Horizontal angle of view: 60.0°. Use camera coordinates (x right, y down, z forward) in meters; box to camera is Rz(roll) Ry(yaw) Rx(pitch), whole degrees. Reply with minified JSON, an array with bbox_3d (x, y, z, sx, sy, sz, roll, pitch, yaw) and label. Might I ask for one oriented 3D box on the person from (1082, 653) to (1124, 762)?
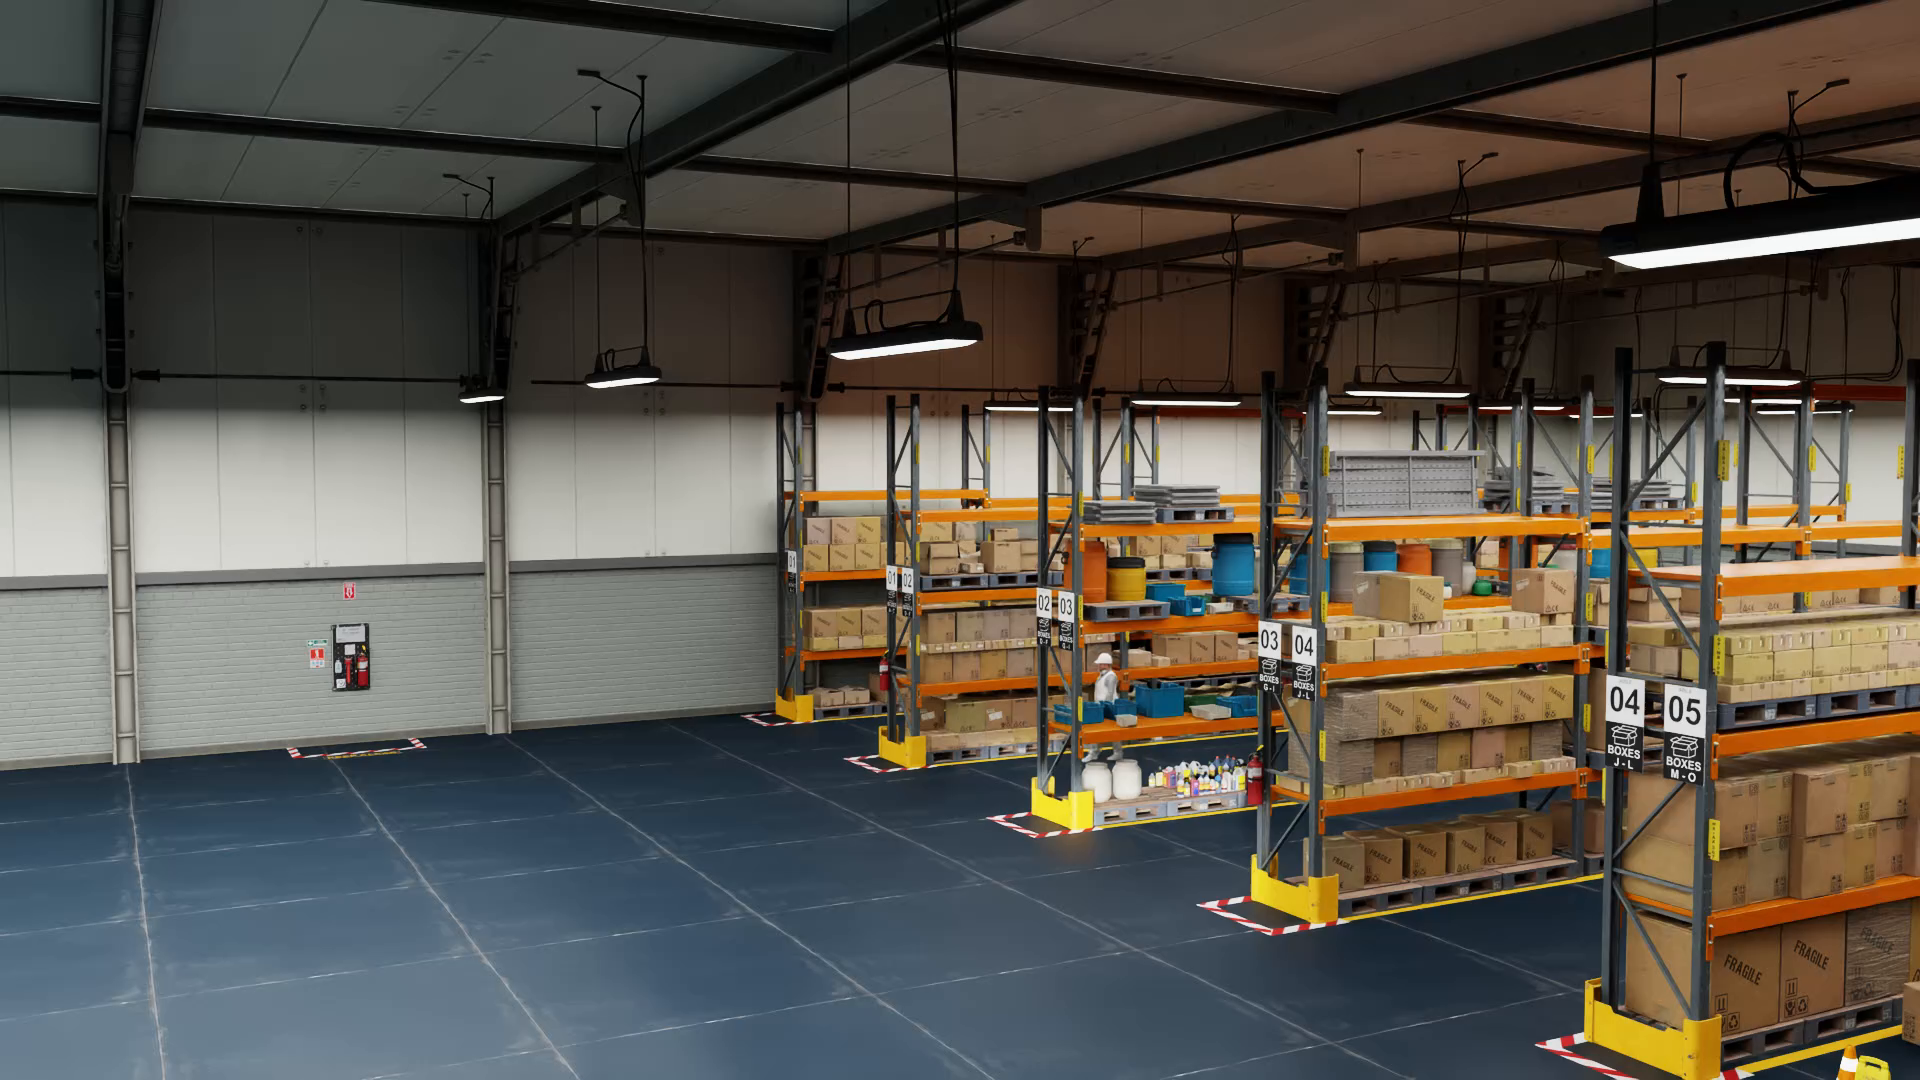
[{"bbox_3d":[2.342,2.744,27.203,0.696,1.779,0.584,-1,3,-18],"label":"person"}]
